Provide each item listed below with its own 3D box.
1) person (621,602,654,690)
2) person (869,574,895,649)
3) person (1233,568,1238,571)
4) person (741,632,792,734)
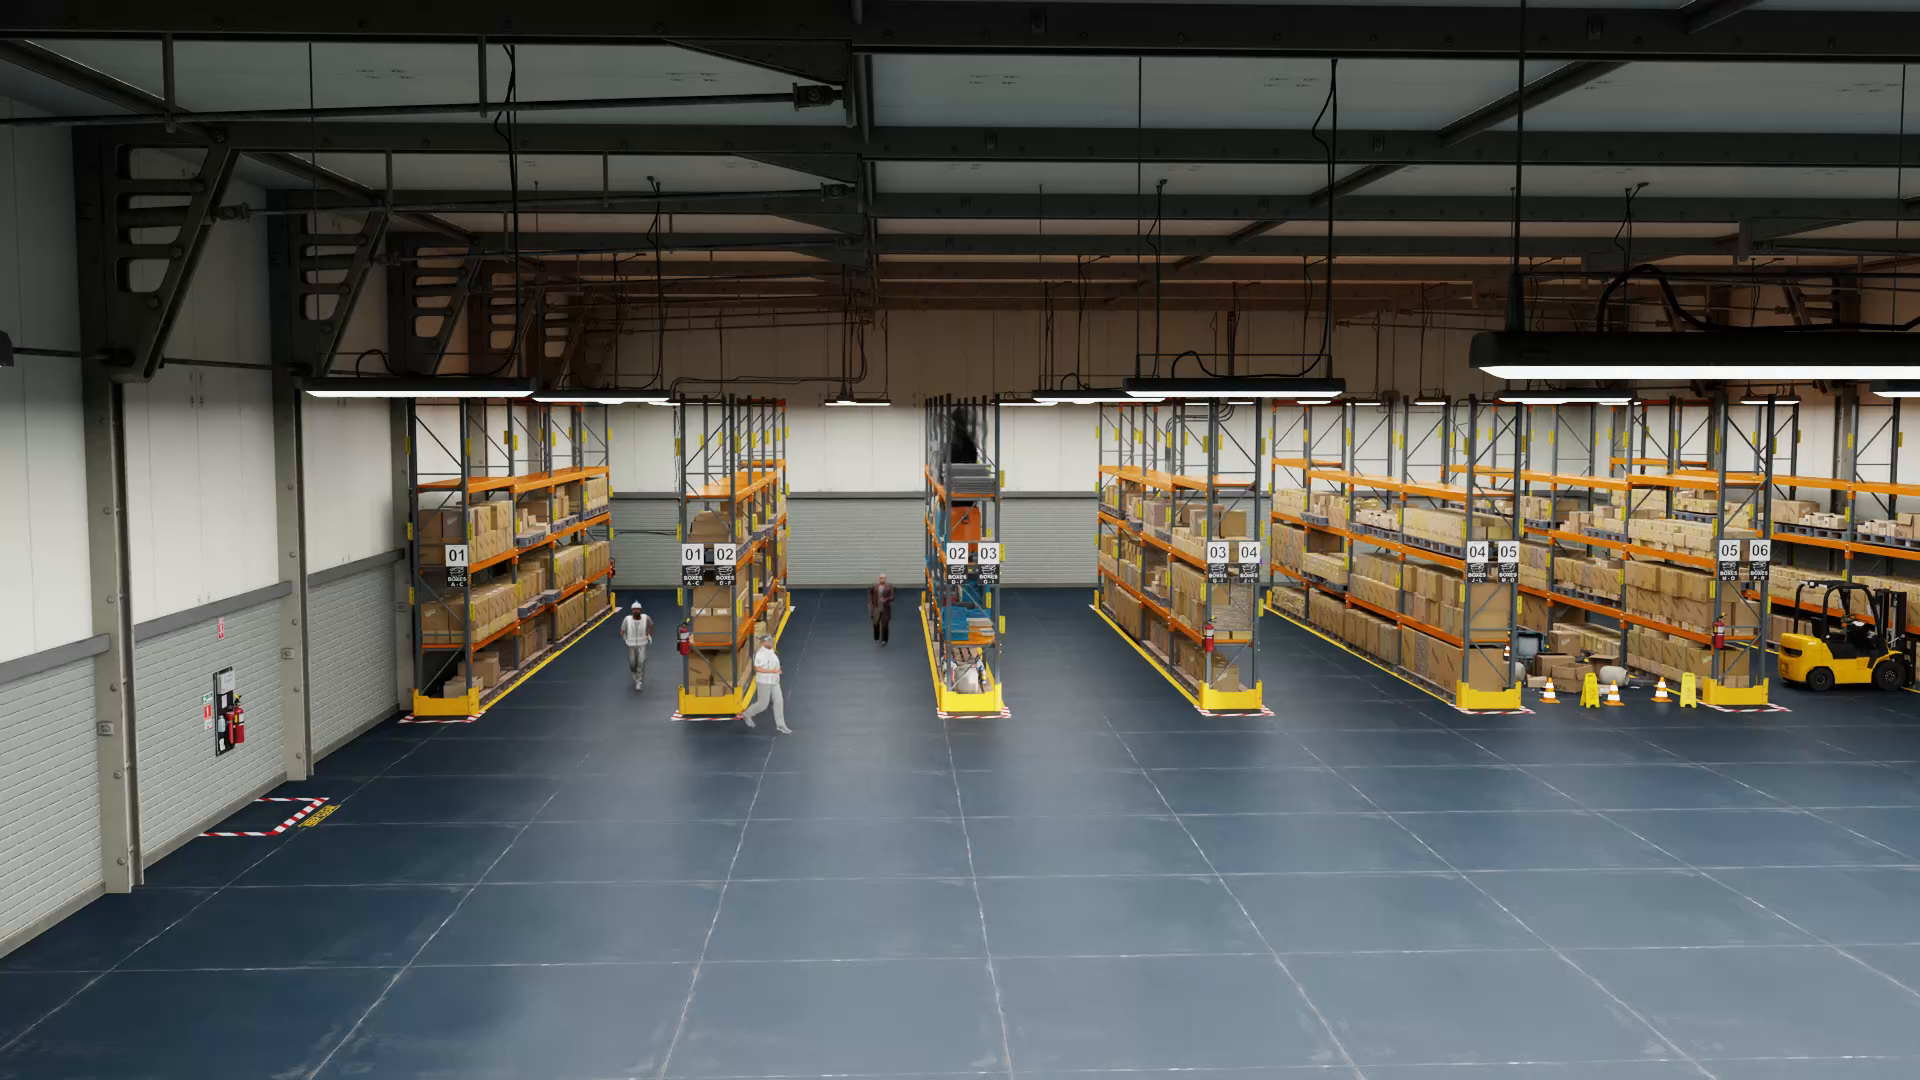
[{"bbox_3d":[-6.617,2.145,34.108,0.667,1.764,0.922,-1,5,-9],"label":"person"},{"bbox_3d":[-1.884,1.700,39.776,0.677,1.794,0.769,0,5,4],"label":"person"},{"bbox_3d":[7.633,1.109,47.778,0.739,1.687,0.583,3,6,35],"label":"person"},{"bbox_3d":[-3.418,2.517,29.355,0.970,1.795,0.662,2,5,24],"label":"person"}]
